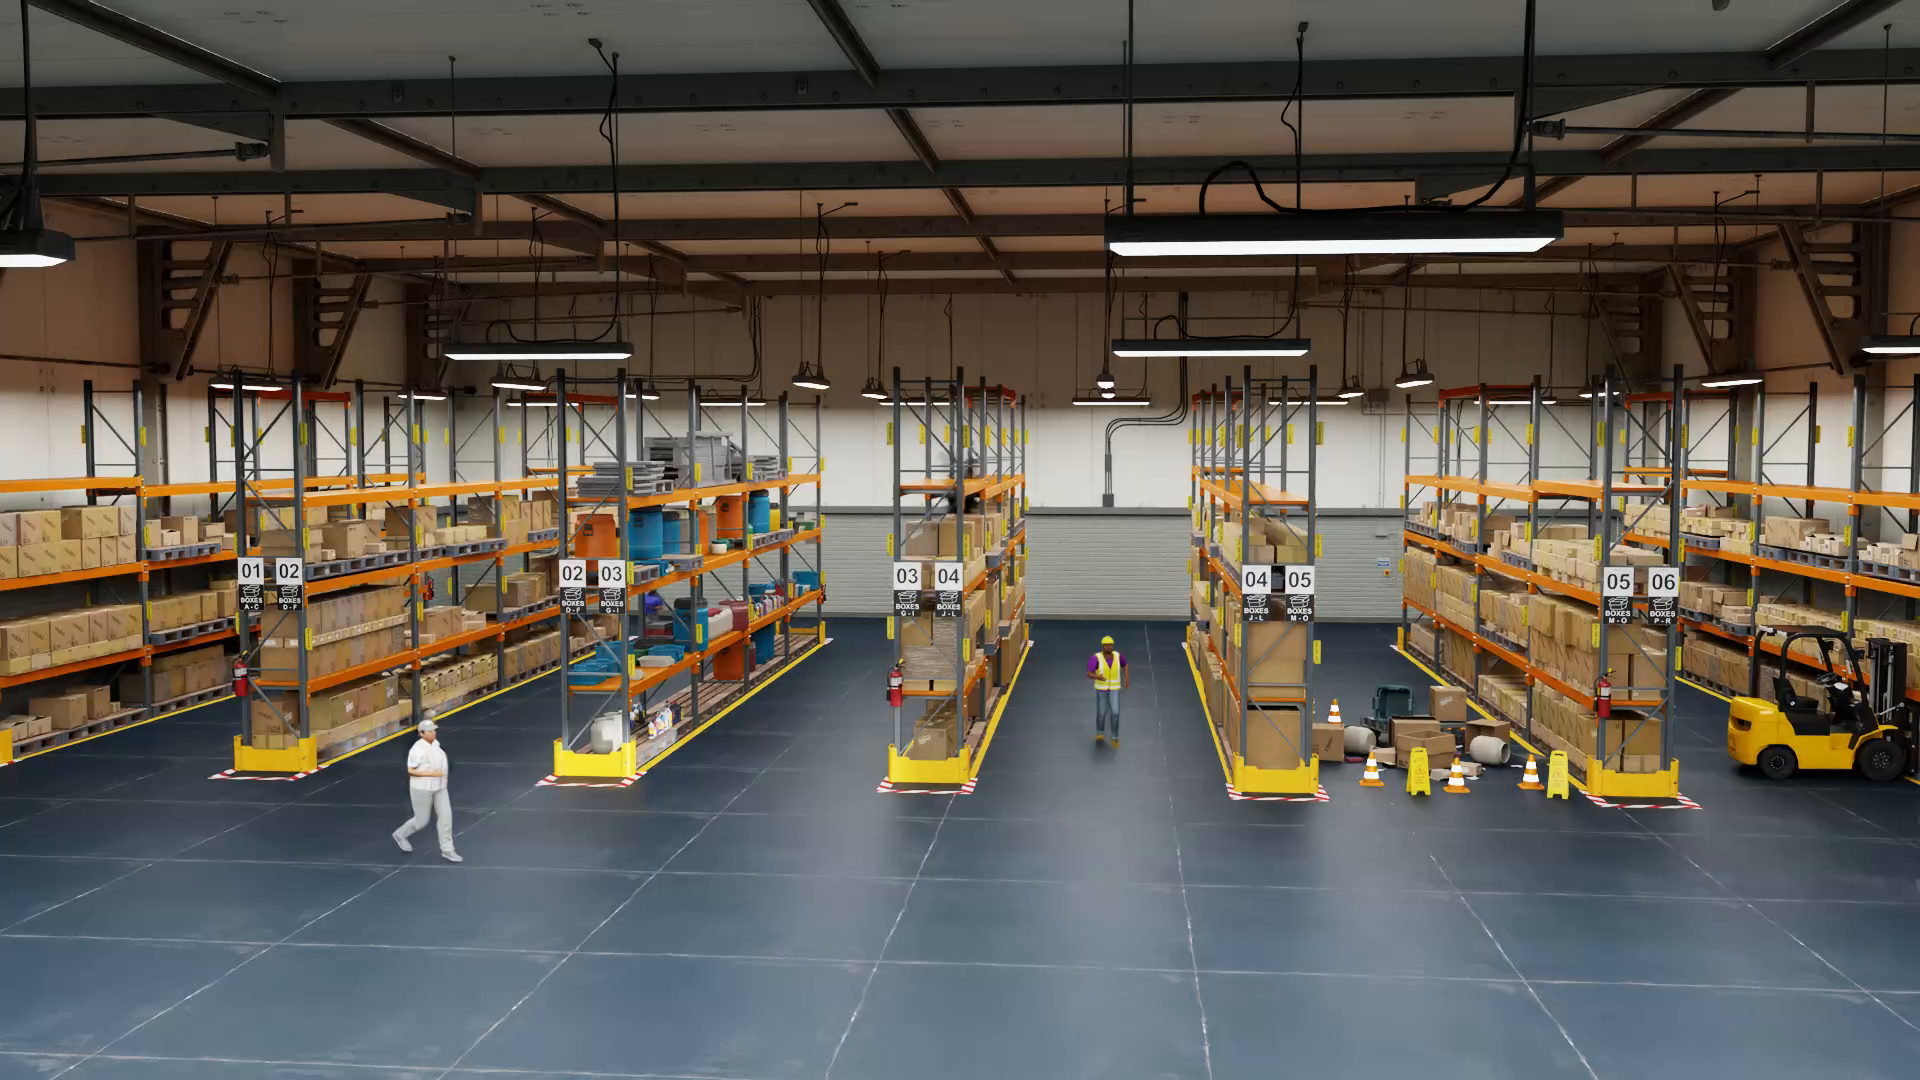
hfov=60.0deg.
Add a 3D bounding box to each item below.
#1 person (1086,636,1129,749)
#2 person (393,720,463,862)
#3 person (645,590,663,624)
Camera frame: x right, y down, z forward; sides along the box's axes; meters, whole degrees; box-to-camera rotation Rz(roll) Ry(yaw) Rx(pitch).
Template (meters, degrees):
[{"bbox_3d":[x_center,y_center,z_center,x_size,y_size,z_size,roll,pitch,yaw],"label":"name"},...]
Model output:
[{"bbox_3d":[2.389,2.465,26.875,0.724,1.848,0.757,0,4,-4],"label":"person"},{"bbox_3d":[-6.286,2.948,19.606,0.920,1.667,0.589,2,4,24],"label":"person"},{"bbox_3d":[-7.009,1.833,37.701,0.549,1.717,0.781,0,4,-7],"label":"person"}]
